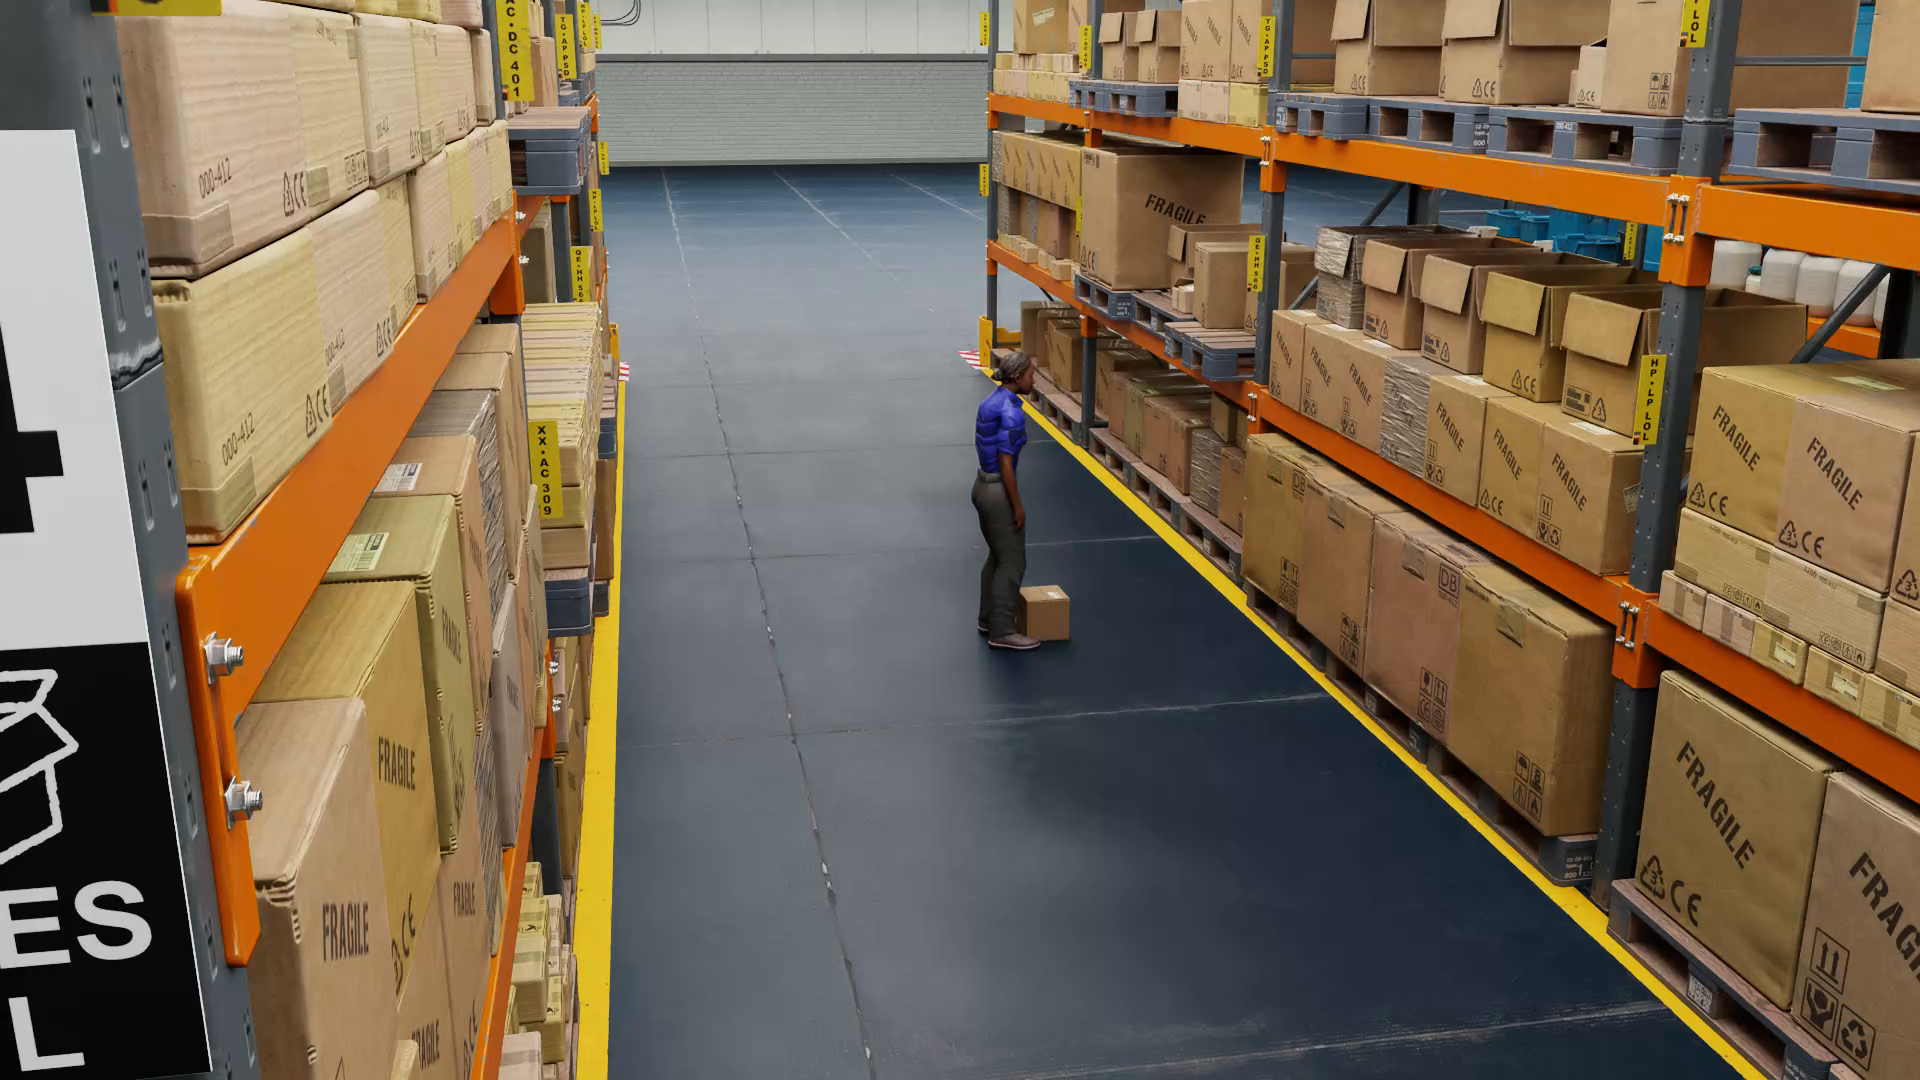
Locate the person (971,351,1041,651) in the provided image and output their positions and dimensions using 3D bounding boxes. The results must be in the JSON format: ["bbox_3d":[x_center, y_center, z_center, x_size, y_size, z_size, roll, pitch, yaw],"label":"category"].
[{"bbox_3d":[0.252,-0.235,9.339,0.352,1.654,0.518,-3,17,-11],"label":"person"}]
